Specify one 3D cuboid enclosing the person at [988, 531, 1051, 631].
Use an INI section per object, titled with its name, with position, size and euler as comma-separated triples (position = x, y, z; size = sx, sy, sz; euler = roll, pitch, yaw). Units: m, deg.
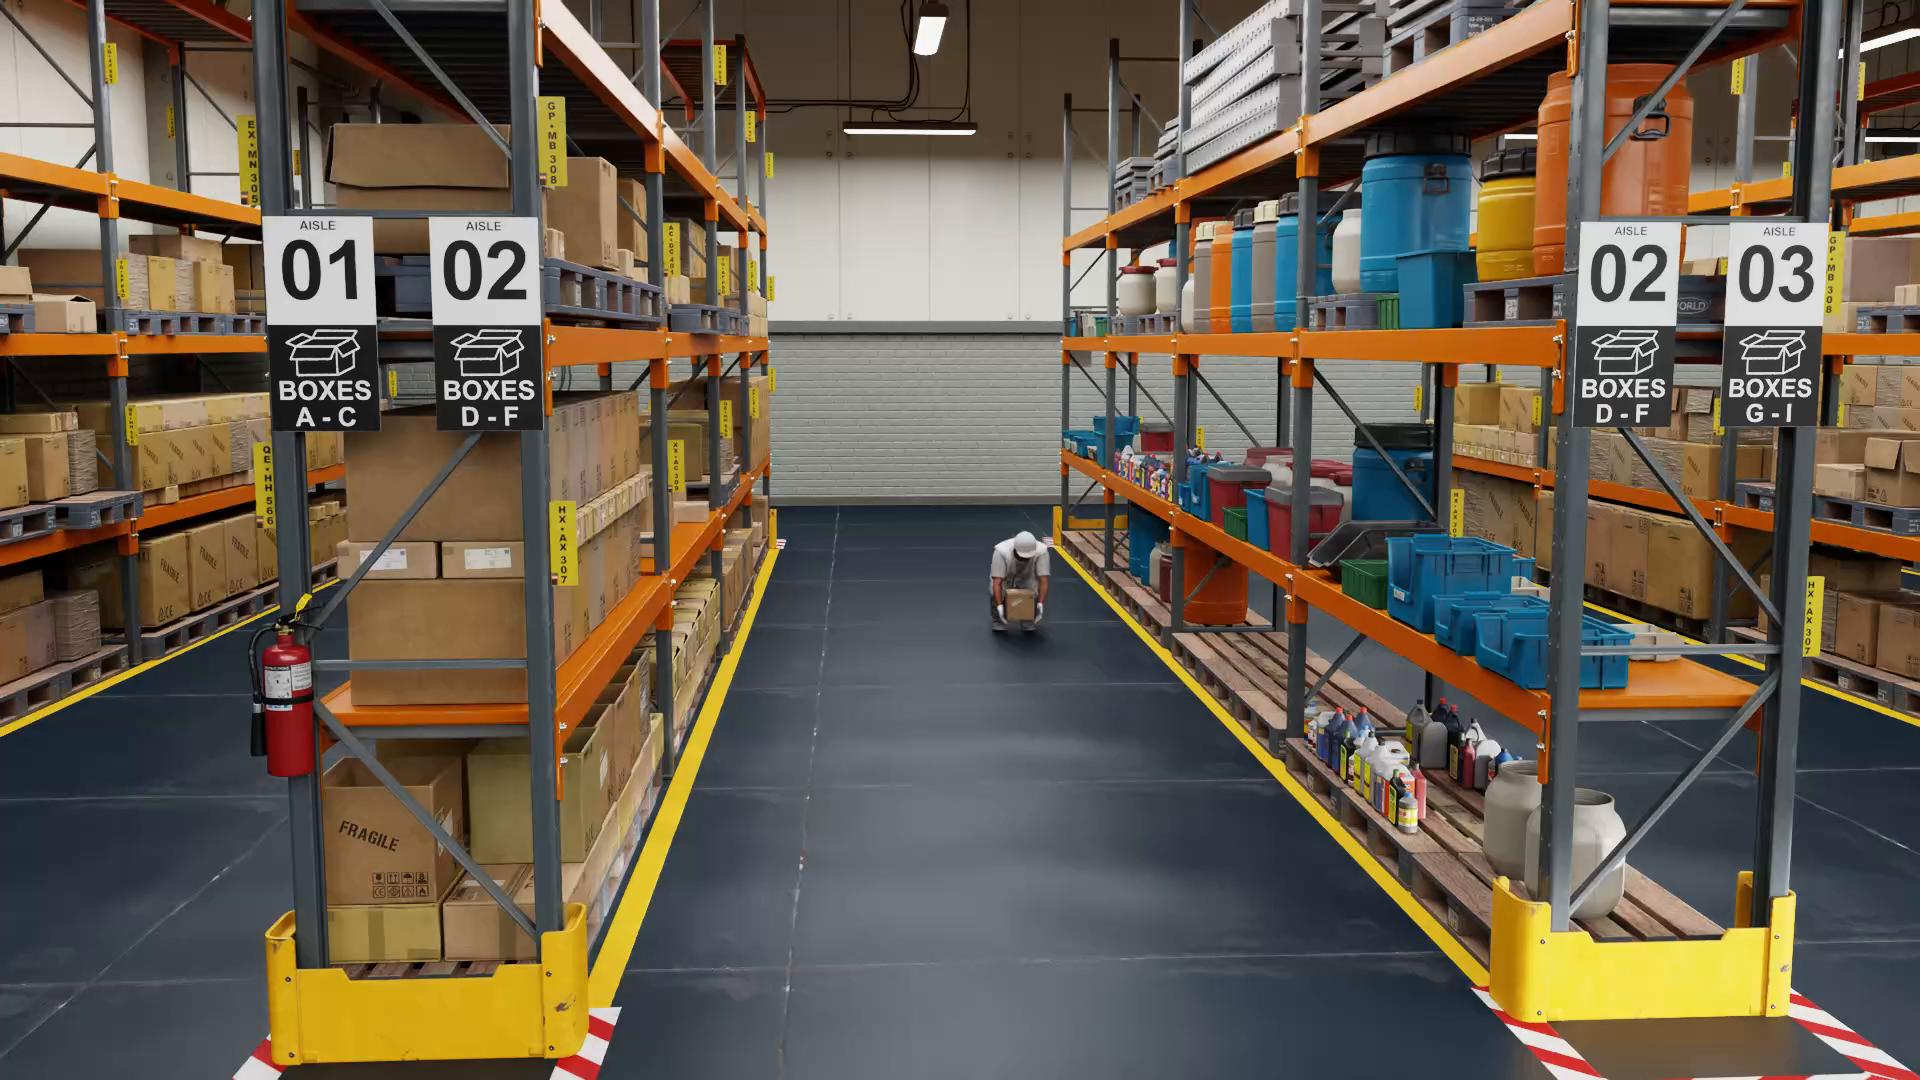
[person]
position = 0.556, 0.383, 15.755
size = 0.578, 1.005, 0.919
euler = 0, 7, -2
